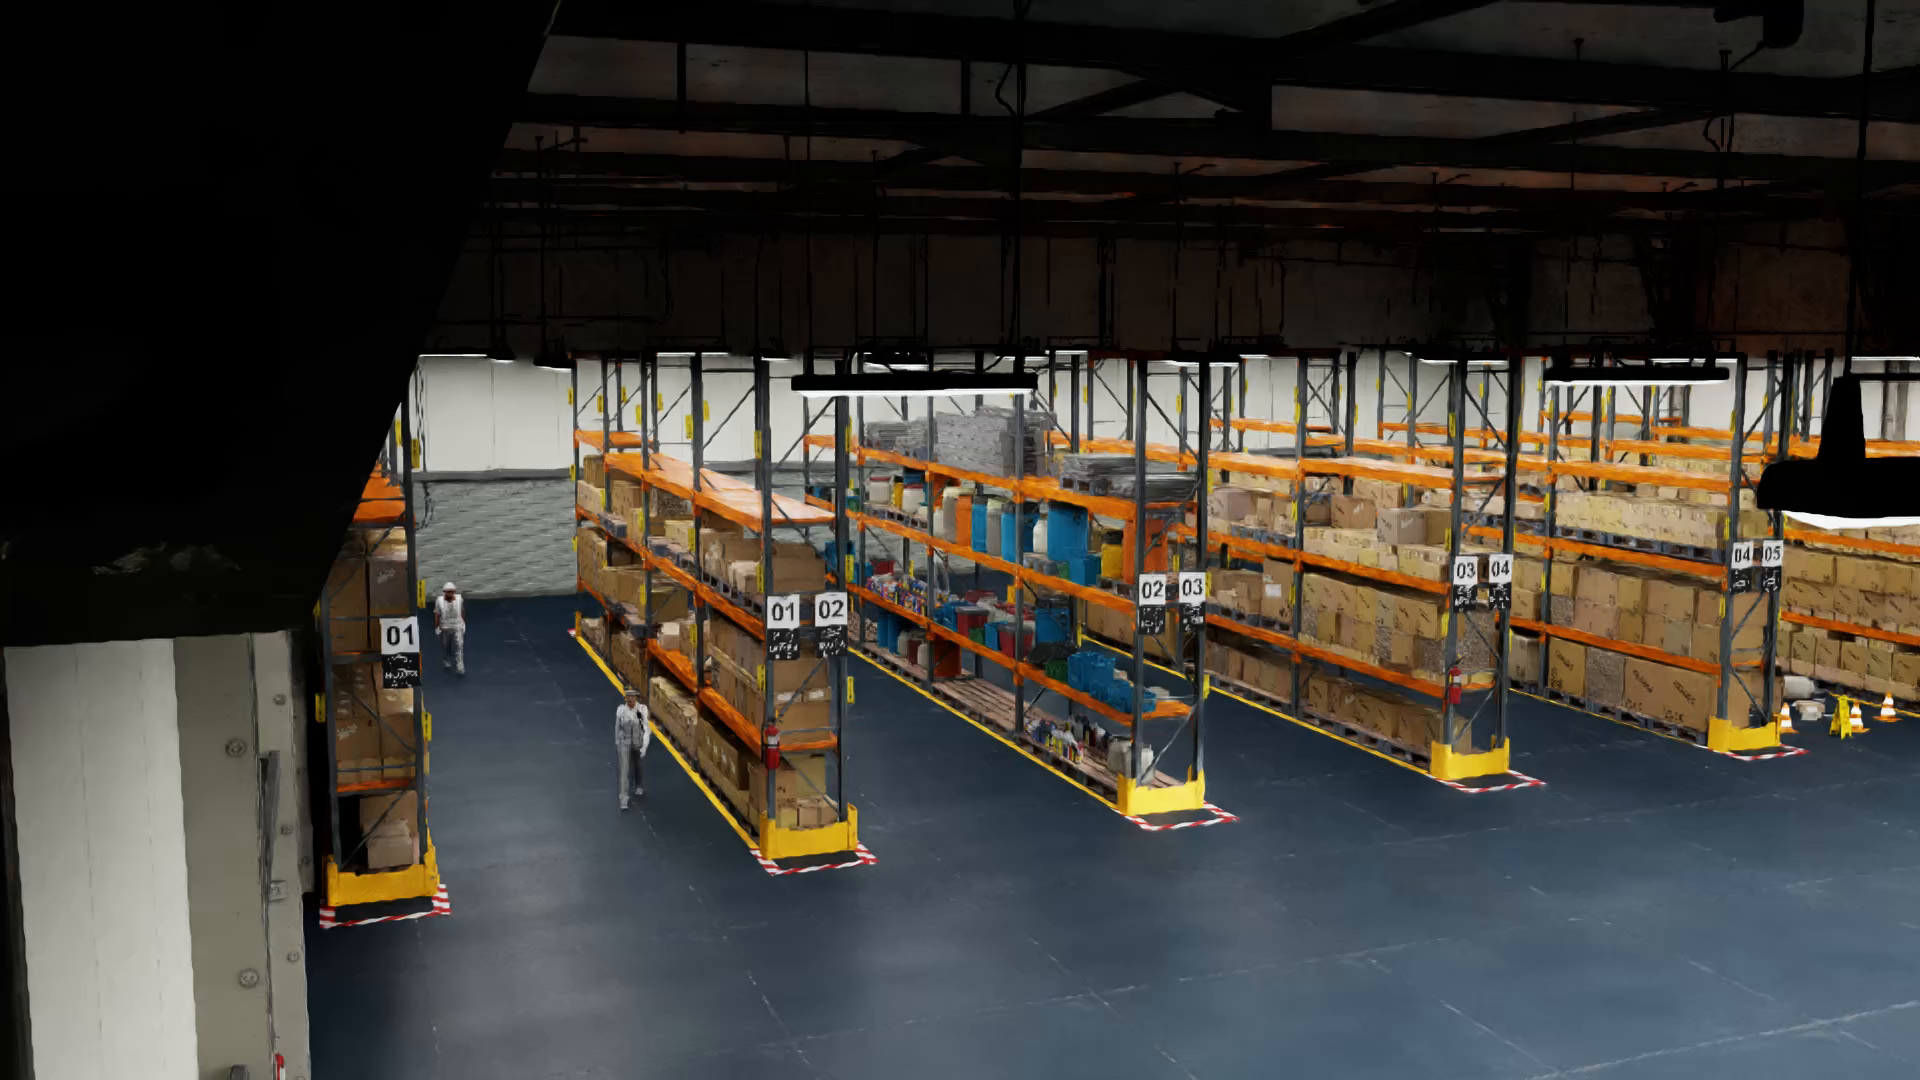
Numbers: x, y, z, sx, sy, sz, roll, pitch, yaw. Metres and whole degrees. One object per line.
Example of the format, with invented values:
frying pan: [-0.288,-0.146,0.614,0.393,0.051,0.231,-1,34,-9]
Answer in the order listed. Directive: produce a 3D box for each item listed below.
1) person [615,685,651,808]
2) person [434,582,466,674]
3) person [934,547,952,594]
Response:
person: [-4.402,2.731,22.408,0.482,1.621,0.997,-2,7,-12]
person: [-9.520,1.614,31.067,0.566,1.706,1.122,-2,7,-18]
person: [-0.462,0.531,40.105,0.499,1.660,0.566,4,8,26]
